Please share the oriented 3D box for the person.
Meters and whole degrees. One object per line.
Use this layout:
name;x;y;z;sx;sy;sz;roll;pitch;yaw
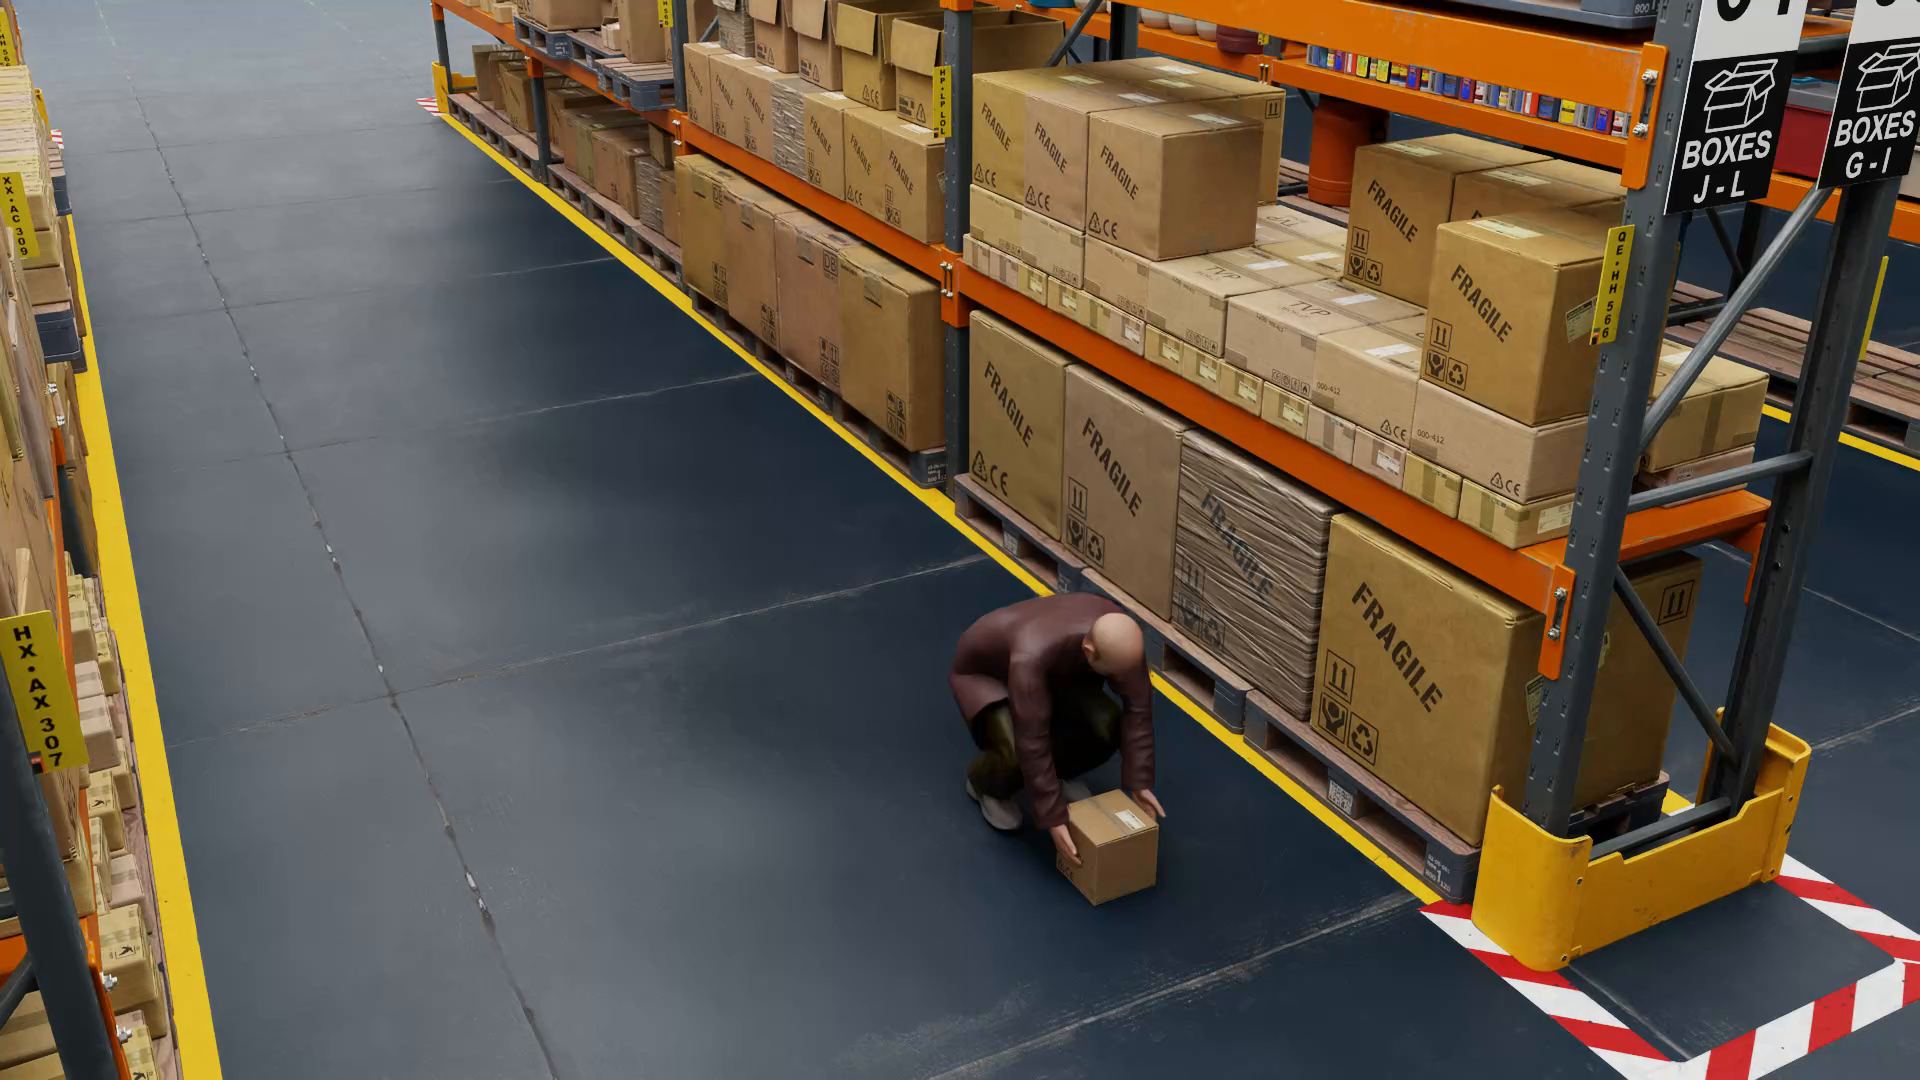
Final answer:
person;0.327;0.589;5.861;0.607;0.939;0.913;-13;28;-25
